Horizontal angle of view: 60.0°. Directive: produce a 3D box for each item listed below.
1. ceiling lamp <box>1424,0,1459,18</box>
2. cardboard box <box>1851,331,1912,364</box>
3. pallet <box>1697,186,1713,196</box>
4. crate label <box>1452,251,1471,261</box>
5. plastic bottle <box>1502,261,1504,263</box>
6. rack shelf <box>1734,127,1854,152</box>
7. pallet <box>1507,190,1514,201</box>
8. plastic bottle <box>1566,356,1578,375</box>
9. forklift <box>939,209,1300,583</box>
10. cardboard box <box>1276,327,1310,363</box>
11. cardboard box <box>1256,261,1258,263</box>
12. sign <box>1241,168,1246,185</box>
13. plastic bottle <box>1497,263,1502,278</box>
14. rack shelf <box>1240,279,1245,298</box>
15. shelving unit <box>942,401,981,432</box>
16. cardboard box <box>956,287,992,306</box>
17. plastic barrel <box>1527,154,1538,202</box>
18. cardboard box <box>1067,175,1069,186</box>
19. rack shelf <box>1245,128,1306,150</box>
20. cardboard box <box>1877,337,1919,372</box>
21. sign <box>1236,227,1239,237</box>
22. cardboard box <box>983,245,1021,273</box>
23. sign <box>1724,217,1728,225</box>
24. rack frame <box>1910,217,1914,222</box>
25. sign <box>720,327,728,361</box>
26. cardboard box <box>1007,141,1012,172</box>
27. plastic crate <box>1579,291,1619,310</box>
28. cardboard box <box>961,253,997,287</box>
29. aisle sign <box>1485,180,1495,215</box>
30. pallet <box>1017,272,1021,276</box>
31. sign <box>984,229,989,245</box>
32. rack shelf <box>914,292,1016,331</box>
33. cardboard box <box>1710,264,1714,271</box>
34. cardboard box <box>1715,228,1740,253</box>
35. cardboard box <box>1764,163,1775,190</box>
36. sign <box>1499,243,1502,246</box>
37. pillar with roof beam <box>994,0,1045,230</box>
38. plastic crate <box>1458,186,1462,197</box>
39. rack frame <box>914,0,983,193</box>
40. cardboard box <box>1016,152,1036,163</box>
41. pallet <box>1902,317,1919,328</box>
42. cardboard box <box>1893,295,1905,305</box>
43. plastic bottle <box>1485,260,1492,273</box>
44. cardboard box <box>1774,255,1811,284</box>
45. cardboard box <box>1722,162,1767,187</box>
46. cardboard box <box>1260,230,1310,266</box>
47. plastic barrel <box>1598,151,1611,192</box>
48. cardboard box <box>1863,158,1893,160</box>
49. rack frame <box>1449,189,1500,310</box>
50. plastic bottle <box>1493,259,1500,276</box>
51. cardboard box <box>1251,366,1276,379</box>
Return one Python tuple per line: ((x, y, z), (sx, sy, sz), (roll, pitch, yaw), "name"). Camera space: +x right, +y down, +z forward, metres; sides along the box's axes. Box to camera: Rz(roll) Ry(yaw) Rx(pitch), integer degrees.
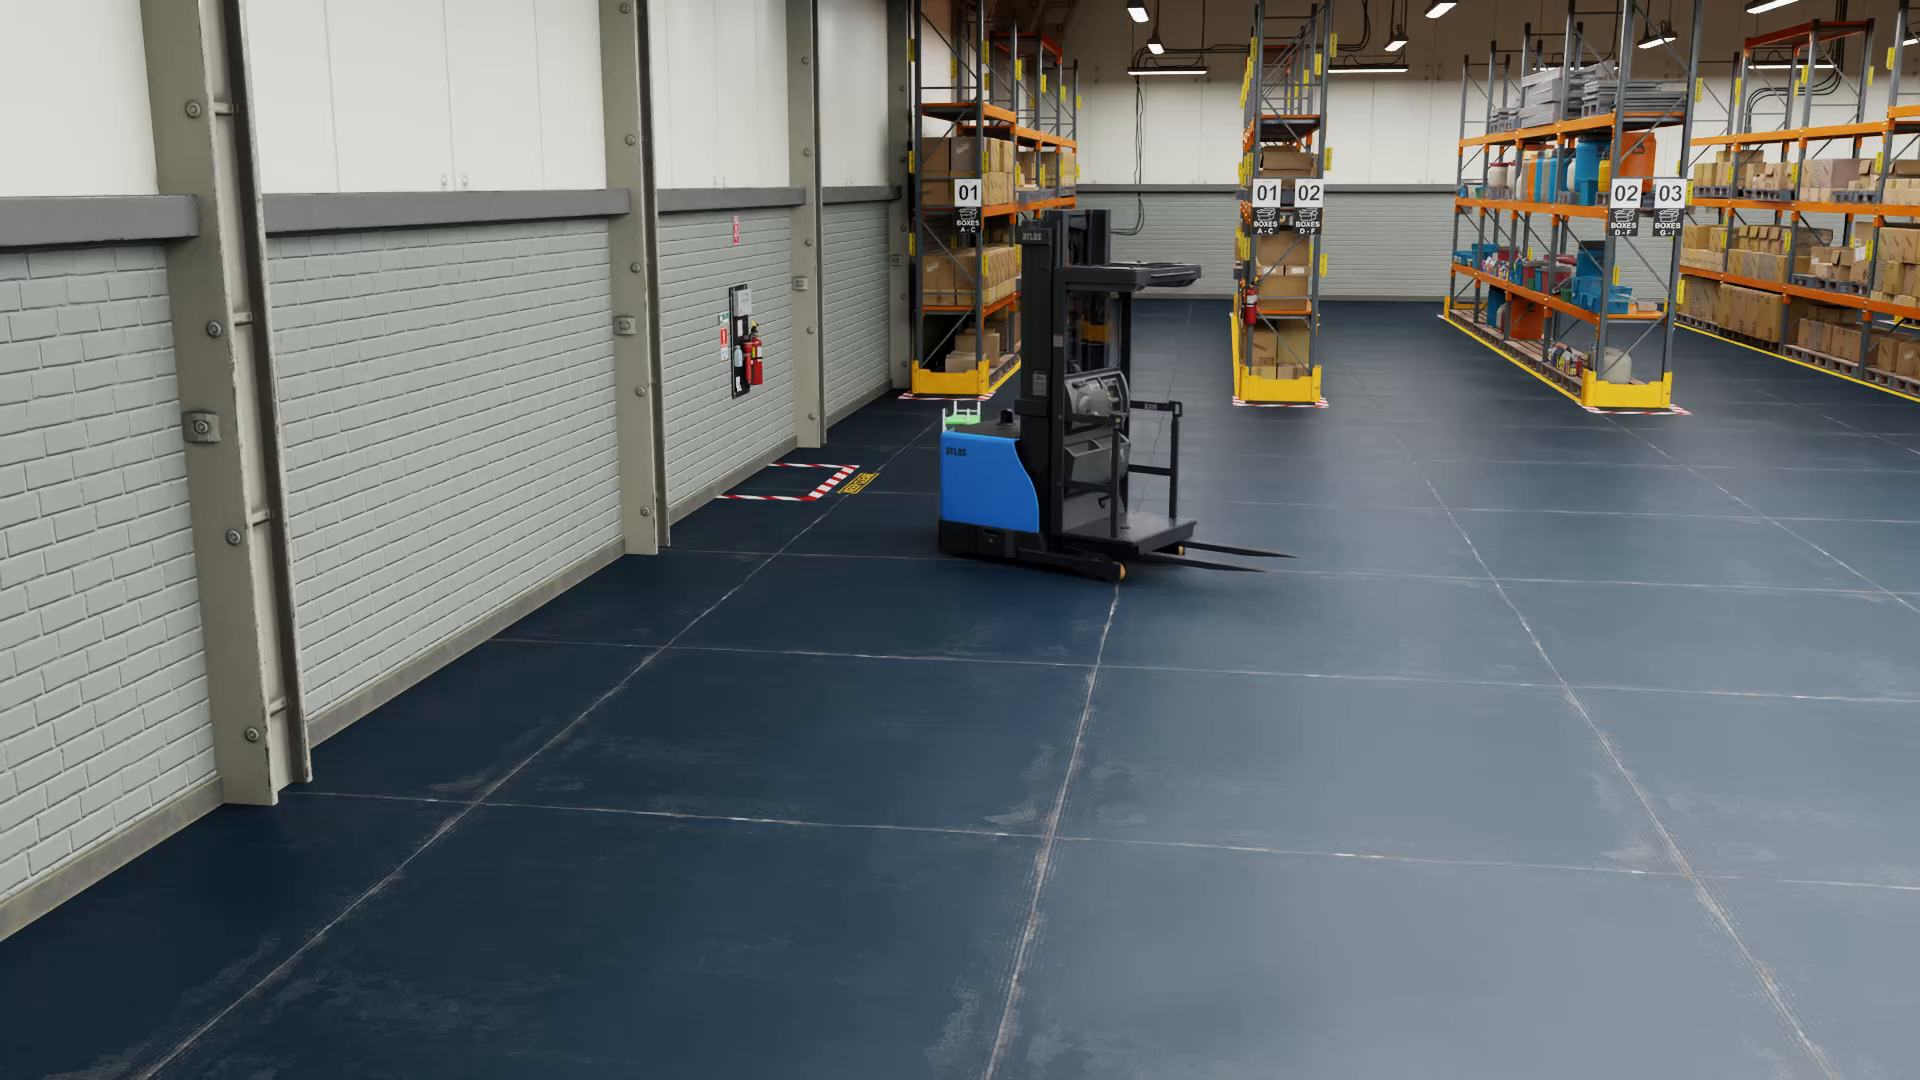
((7.994, -10.053, 26.425), (0.800, 3.185, 2.000), (2, 12, 9), "ceiling lamp")
((15.249, -3.182, 27.525), (0.700, 0.500, 0.500), (1, 12, 4), "cardboard box")
((16.690, -7.573, 36.103), (1.003, 0.211, 1.213), (2, 12, 9), "pallet")
((11.721, -6.627, 38.877), (0.416, 0.233, 0.303), (2, 12, 9), "crate label")
((11.030, -5.545, 33.897), (0.152, 0.276, 0.135), (2, 12, 9), "plastic bottle")
((16.056, -7.696, 32.000), (1.077, 0.370, 4.000), (2, 12, 9), "rack shelf")
((11.069, -6.585, 31.755), (1.003, 0.211, 1.213), (2, 12, 9), "pallet")
((9.539, -2.721, 25.919), (0.152, 0.276, 0.135), (2, 12, 9), "plastic bottle")
((1.310, -1.216, 13.681), (3.031, 2.935, 1.130), (9, 15, 34), "forklift")
((5.107, -2.987, 25.482), (0.500, 0.500, 0.500), (2, 12, 9), "cardboard box")
((4.759, -4.217, 25.663), (0.380, 0.149, 0.250), (2, 12, 10), "cardboard box")
((5.425, -6.953, 31.788), (0.100, 0.325, 0.005), (2, 12, 9), "sign")
((10.671, -5.333, 32.898), (0.061, 0.283, 0.133), (2, 12, 9), "plastic bottle")
((5.653, -4.448, 30.219), (1.077, 0.370, 4.000), (2, 12, 9), "rack shelf")
((0.015, -0.623, 15.035), (0.258, 1.200, 0.503), (2, 12, 11), "shelving unit")
((0.224, -3.738, 25.526), (0.500, 0.250, 0.500), (2, 12, 7), "cardboard box")
((10.413, -6.431, 29.573), (0.600, 0.830, 0.708), (2, 12, 9), "plastic barrel")
((2.211, -8.203, 37.940), (0.500, 0.250, 0.500), (2, 12, 7), "cardboard box")
((5.653, -7.185, 29.629), (1.077, 0.370, 4.000), (2, 12, 9), "rack shelf")
((15.032, -2.963, 26.557), (0.500, 0.500, 0.500), (1, 12, 7), "cardboard box")
((6.655, -7.322, 39.793), (0.100, 0.325, 0.005), (2, 12, 9), "sign")
((0.725, -5.166, 30.562), (0.700, 0.500, 0.500), (4, 13, 16), "cardboard box")
((17.513, -7.221, 38.068), (0.100, 0.325, 0.005), (2, 12, 9), "sign")
((21.864, -6.378, 37.466), (1.000, 3.000, 0.127), (2, 12, 9), "rack frame")
((-2.440, -2.027, 17.196), (0.001, 0.329, 0.234), (2, 12, 9), "sign")
((0.566, -6.328, 27.460), (0.500, 0.500, 0.500), (3, 12, 12), "cardboard box")
((9.511, -3.565, 24.770), (0.499, 0.251, 0.408), (2, 12, 9), "plastic crate")
((0.291, -4.205, 25.915), (0.500, 0.500, 0.500), (2, 12, 9), "cardboard box")
((12.385, -7.996, 38.806), (0.394, 0.787, 0.004), (2, 12, 9), "aisle sign")
((0.801, -4.868, 30.918), (1.003, 0.211, 1.213), (2, 12, 9), "pallet")
((0.516, -5.959, 32.775), (0.100, 0.325, 0.005), (2, 12, 9), "sign")
((0.142, -3.775, 27.097), (1.077, 0.370, 4.000), (2, 12, 9), "rack shelf")
((16.166, -5.785, 35.313), (0.380, 0.149, 0.250), (2, 12, 8), "cardboard box")
((16.170, -6.270, 34.836), (0.500, 0.500, 0.500), (2, 12, 10), "cardboard box")
((16.041, -7.042, 32.188), (0.797, 0.503, 0.637), (2, 12, 8), "cardboard box")
((12.631, -6.785, 38.970), (0.100, 0.325, 0.005), (2, 12, 9), "sign")
((5.187, -9.175, 36.207), (9.100, 9.000, 0.548), (2, 12, 9), "pillar with roof beam")
((11.750, -8.051, 38.422), (0.497, 0.269, 0.590), (2, 12, 9), "plastic crate")
((-0.165, -6.643, 24.457), (1.000, 3.000, 0.127), (2, 12, 9), "rack frame")
((1.345, -8.011, 34.862), (0.500, 0.250, 0.500), (1, 12, 7), "cardboard box")
((21.692, -4.831, 36.907), (1.003, 0.211, 1.213), (2, 12, 9), "pallet")
((14.632, -3.696, 25.619), (0.380, 0.149, 0.250), (2, 12, 9), "cardboard box")
((10.966, -5.666, 34.460), (0.152, 0.276, 0.135), (2, 12, 9), "plastic bottle")
((15.579, -5.054, 31.086), (0.500, 0.500, 0.500), (2, 12, 10), "cardboard box")
((16.424, -7.661, 34.830), (0.700, 0.500, 0.500), (1, 12, 5), "cardboard box")
((4.823, -4.341, 24.701), (0.700, 0.500, 0.500), (2, 12, 9), "cardboard box")
((9.674, -5.394, 24.340), (0.600, 0.588, 0.600), (0, 12, 0), "plastic barrel")
((15.763, -6.337, 28.732), (0.500, 0.500, 0.500), (2, 12, 10), "cardboard box")
((12.085, -6.720, 39.054), (1.000, 3.000, 0.127), (2, 12, 9), "rack frame")
((10.785, -5.464, 33.346), (0.144, 0.351, 0.185), (2, 12, 9), "plastic bottle")
((4.521, -2.533, 25.156), (0.500, 0.250, 0.500), (2, 12, 9), "cardboard box")
